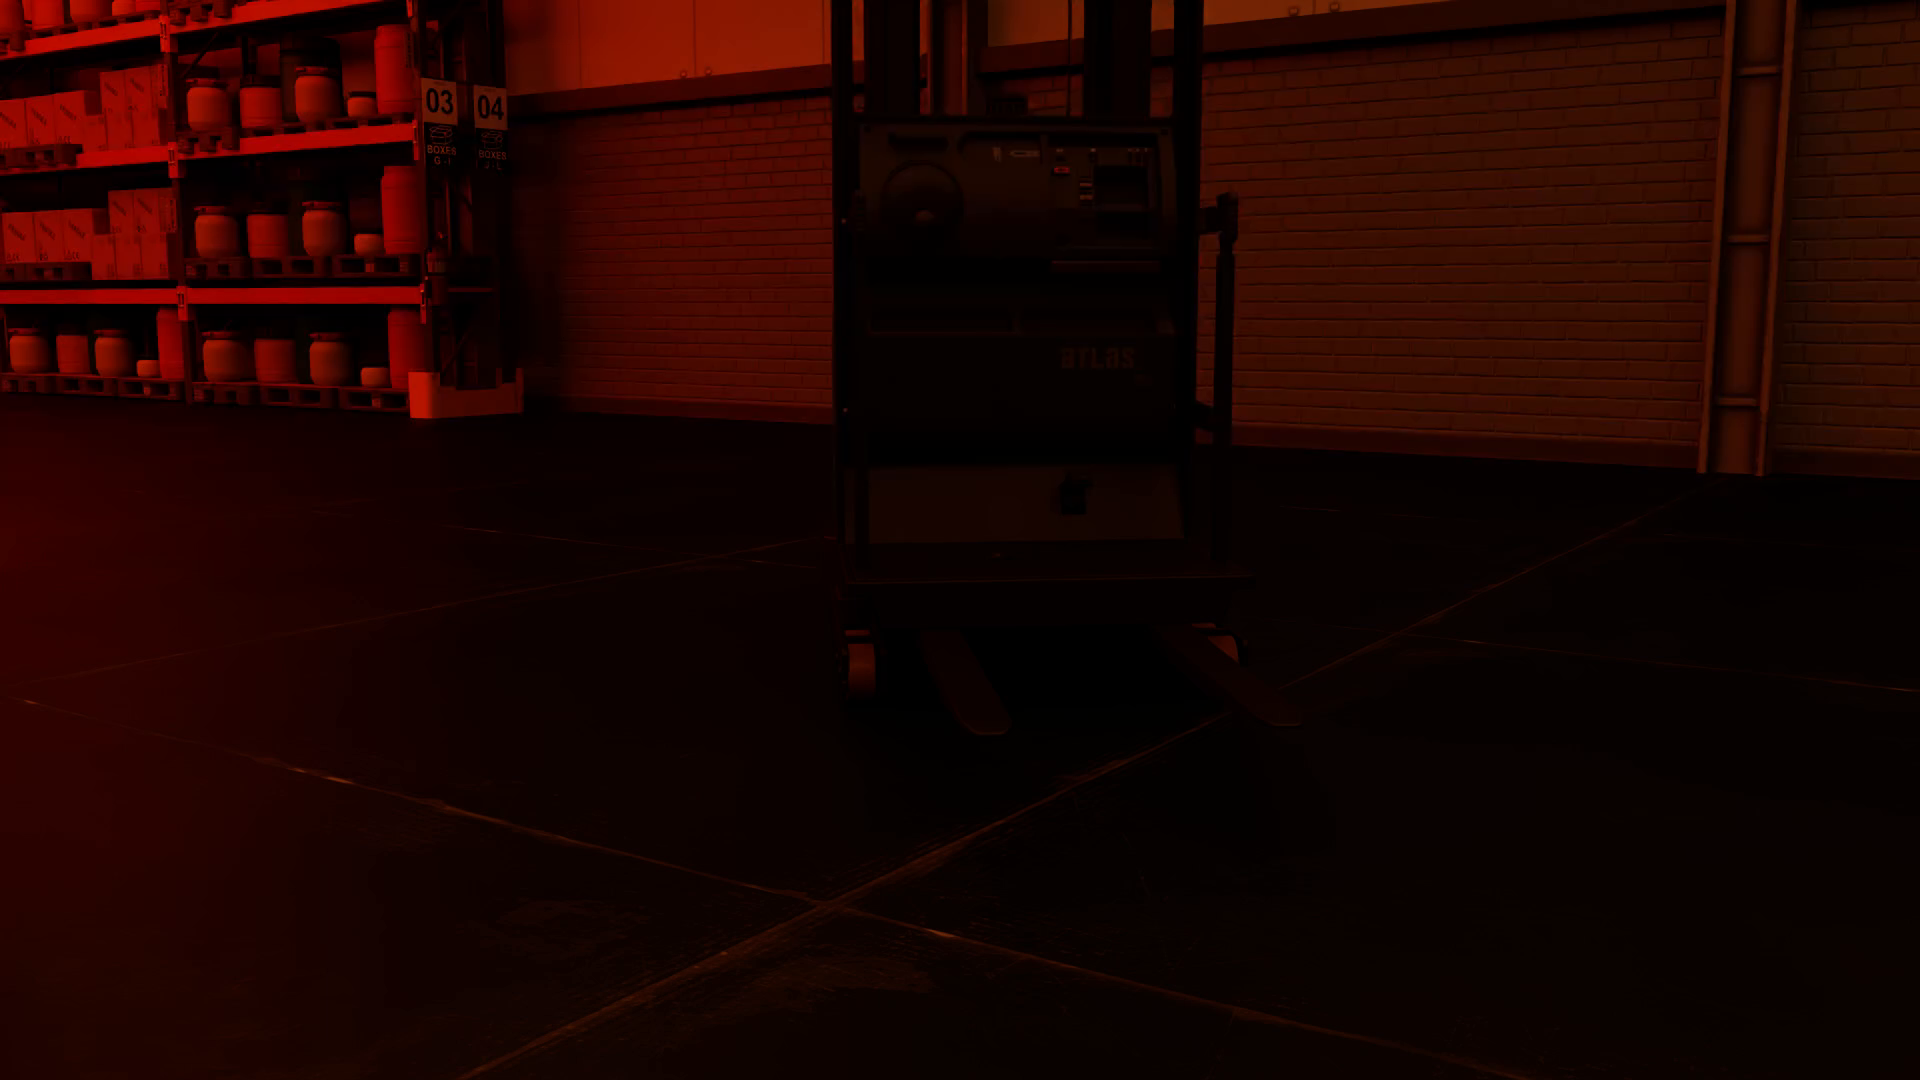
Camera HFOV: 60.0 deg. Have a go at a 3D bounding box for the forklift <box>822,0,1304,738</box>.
[{"bbox_3d":[0.196,-1.061,4.654,1.130,2.935,3.031,-1,8,-6],"label":"forklift"}]
